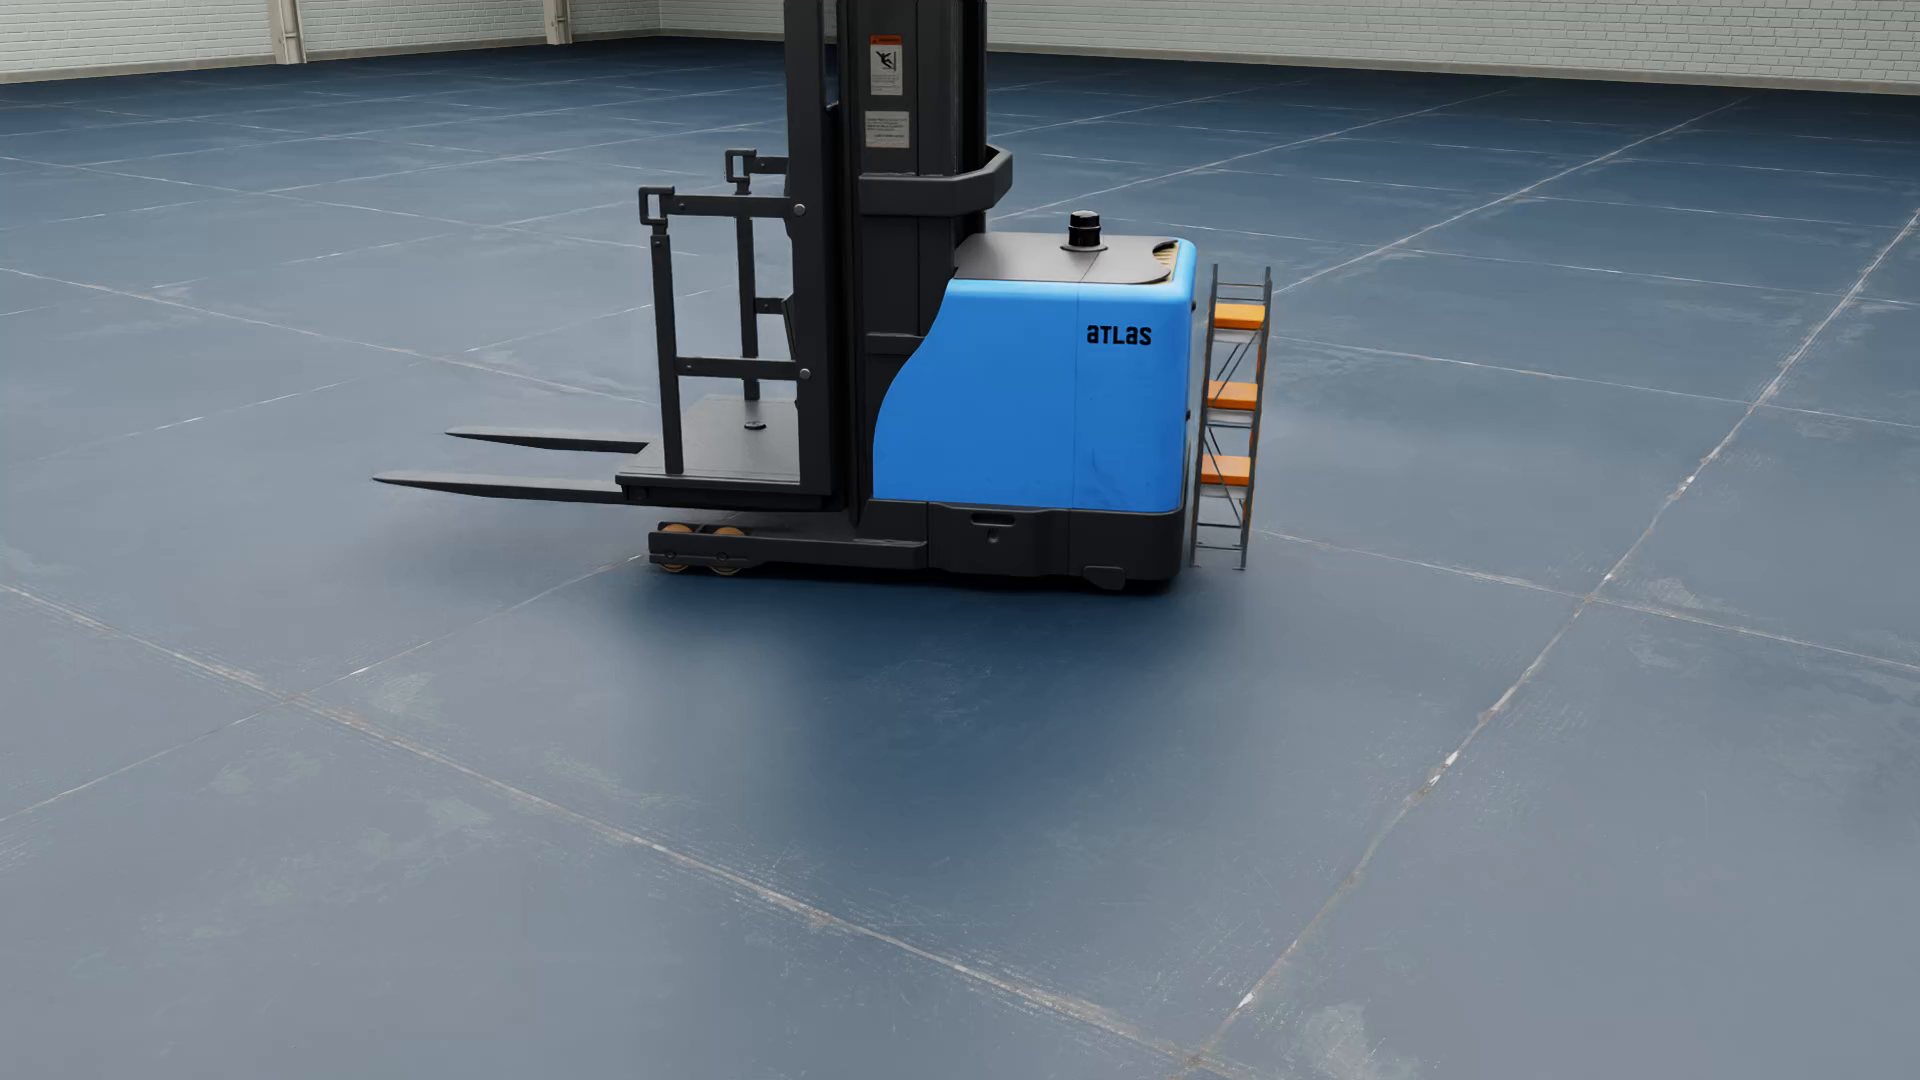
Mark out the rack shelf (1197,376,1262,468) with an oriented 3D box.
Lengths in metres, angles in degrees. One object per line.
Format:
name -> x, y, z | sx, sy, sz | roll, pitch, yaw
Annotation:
rack shelf -> 0.958, -0.424, 5.920 | 0.215, 0.259, 0.240 | 5, 21, 8

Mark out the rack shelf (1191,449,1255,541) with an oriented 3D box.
rack shelf -> 0.950, -0.164, 6.018 | 0.215, 0.259, 0.240 | 5, 21, 8

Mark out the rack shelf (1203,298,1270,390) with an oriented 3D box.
rack shelf -> 0.966, -0.690, 5.820 | 0.215, 0.259, 0.240 | 5, 21, 8

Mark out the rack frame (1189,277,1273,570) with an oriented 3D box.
rack frame -> 0.940, -0.392, 5.803 | 0.200, 1.050, 0.008 | 5, 21, 8

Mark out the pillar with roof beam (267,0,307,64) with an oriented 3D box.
pillar with roof beam -> -7.641, -11.363, 24.013 | 9.100, 9.000, 0.400 | 13, 24, 32

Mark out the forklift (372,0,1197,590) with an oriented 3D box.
forklift -> -0.665, -1.427, 5.898 | 3.031, 2.935, 1.130 | 3, 21, 9

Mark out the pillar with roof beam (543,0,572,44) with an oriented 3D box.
pillar with roof beam -> -4.268, -13.085, 28.667 | 9.100, 9.000, 0.400 | 13, 24, 32

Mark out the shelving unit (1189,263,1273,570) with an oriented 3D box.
shelving unit -> 0.959, -0.434, 5.916 | 0.215, 1.050, 0.252 | 5, 21, 8

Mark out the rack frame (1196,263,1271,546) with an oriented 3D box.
rack frame -> 0.977, -0.476, 6.029 | 0.200, 1.050, 0.008 | 5, 21, 8
